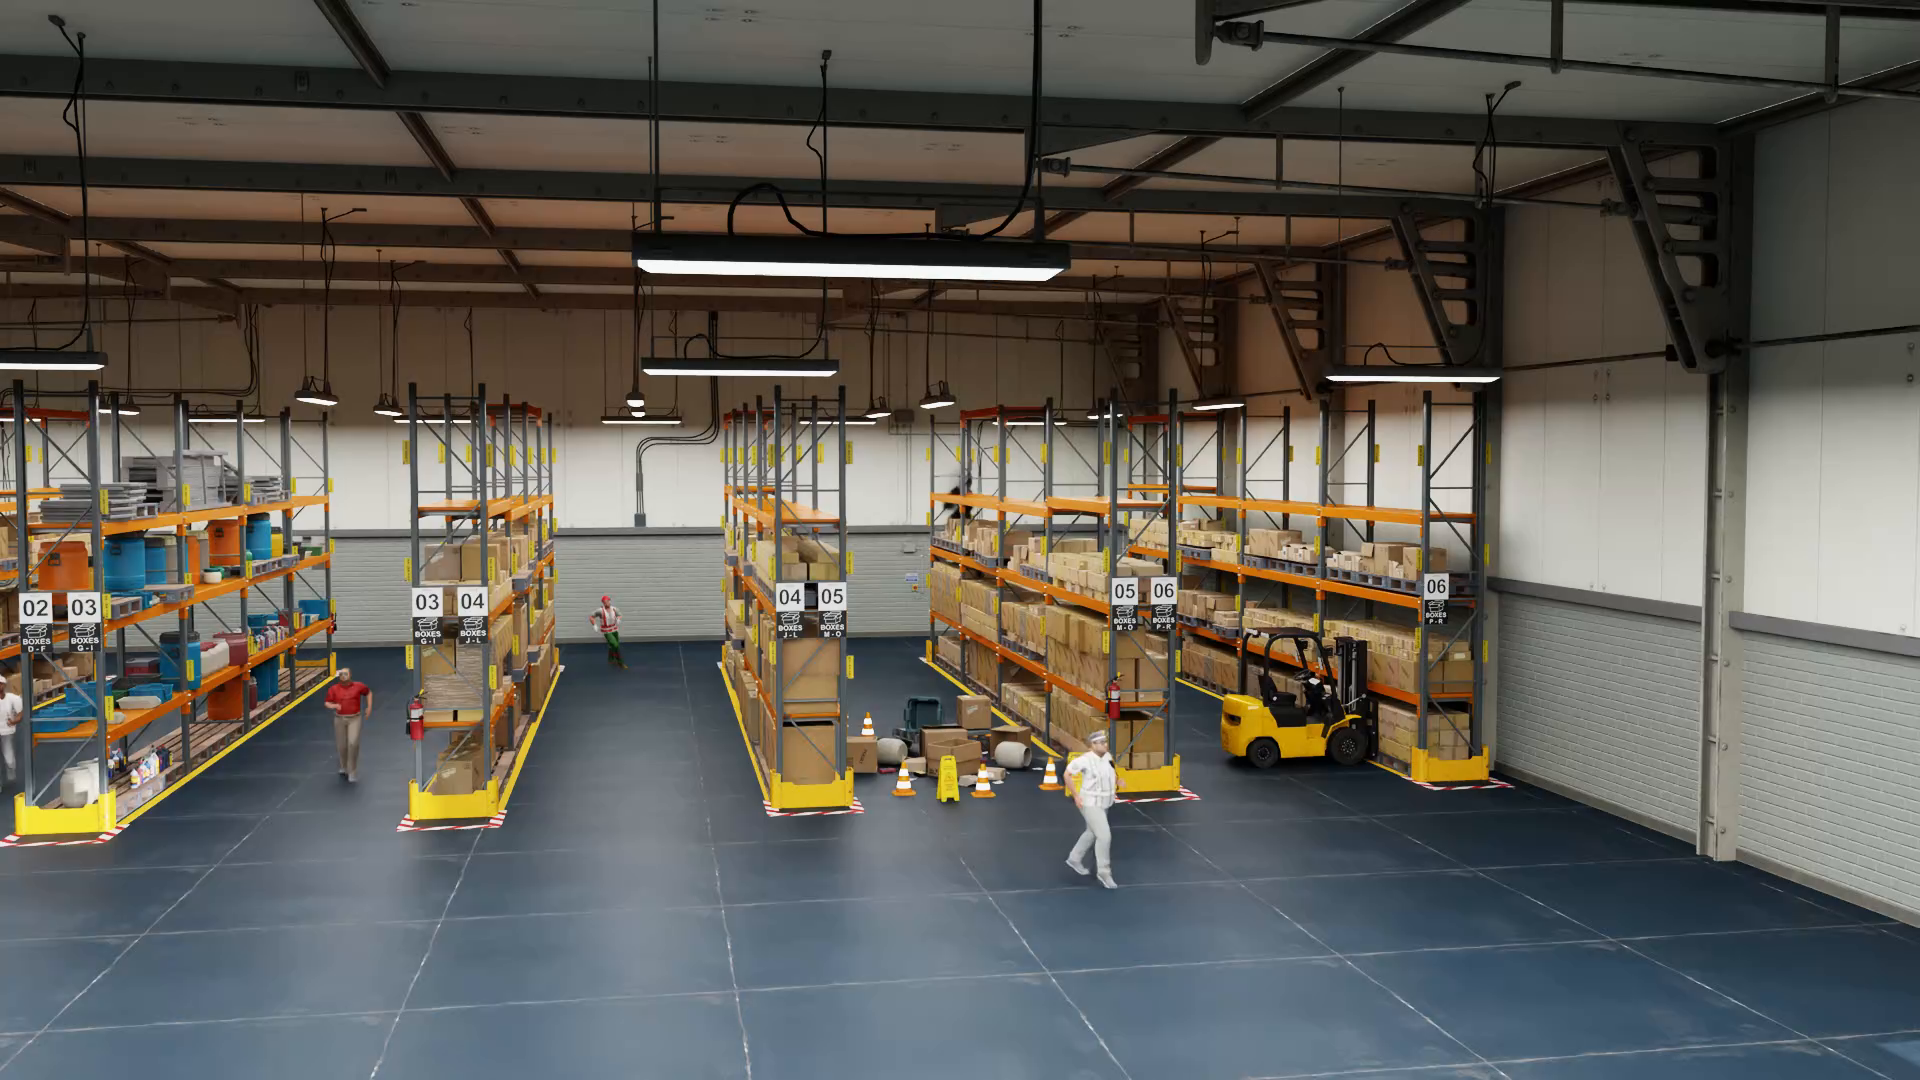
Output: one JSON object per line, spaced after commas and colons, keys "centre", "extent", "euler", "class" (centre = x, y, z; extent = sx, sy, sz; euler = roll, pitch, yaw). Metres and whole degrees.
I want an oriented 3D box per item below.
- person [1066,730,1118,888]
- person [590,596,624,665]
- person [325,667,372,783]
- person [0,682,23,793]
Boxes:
{"centre": [1.569, 3.137, 19.546], "extent": [0.802, 1.840, 0.440], "euler": [2, 4, 35], "class": "person"}
{"centre": [-8.269, 2.105, 39.012], "extent": [0.707, 1.633, 0.764], "euler": [-3, 4, -44], "class": "person"}
{"centre": [-9.484, 2.860, 25.776], "extent": [0.670, 1.776, 0.822], "euler": [-1, 3, -13], "class": "person"}
{"centre": [-14.326, 2.899, 24.797], "extent": [0.711, 1.696, 0.796], "euler": [-1, 3, -23], "class": "person"}
